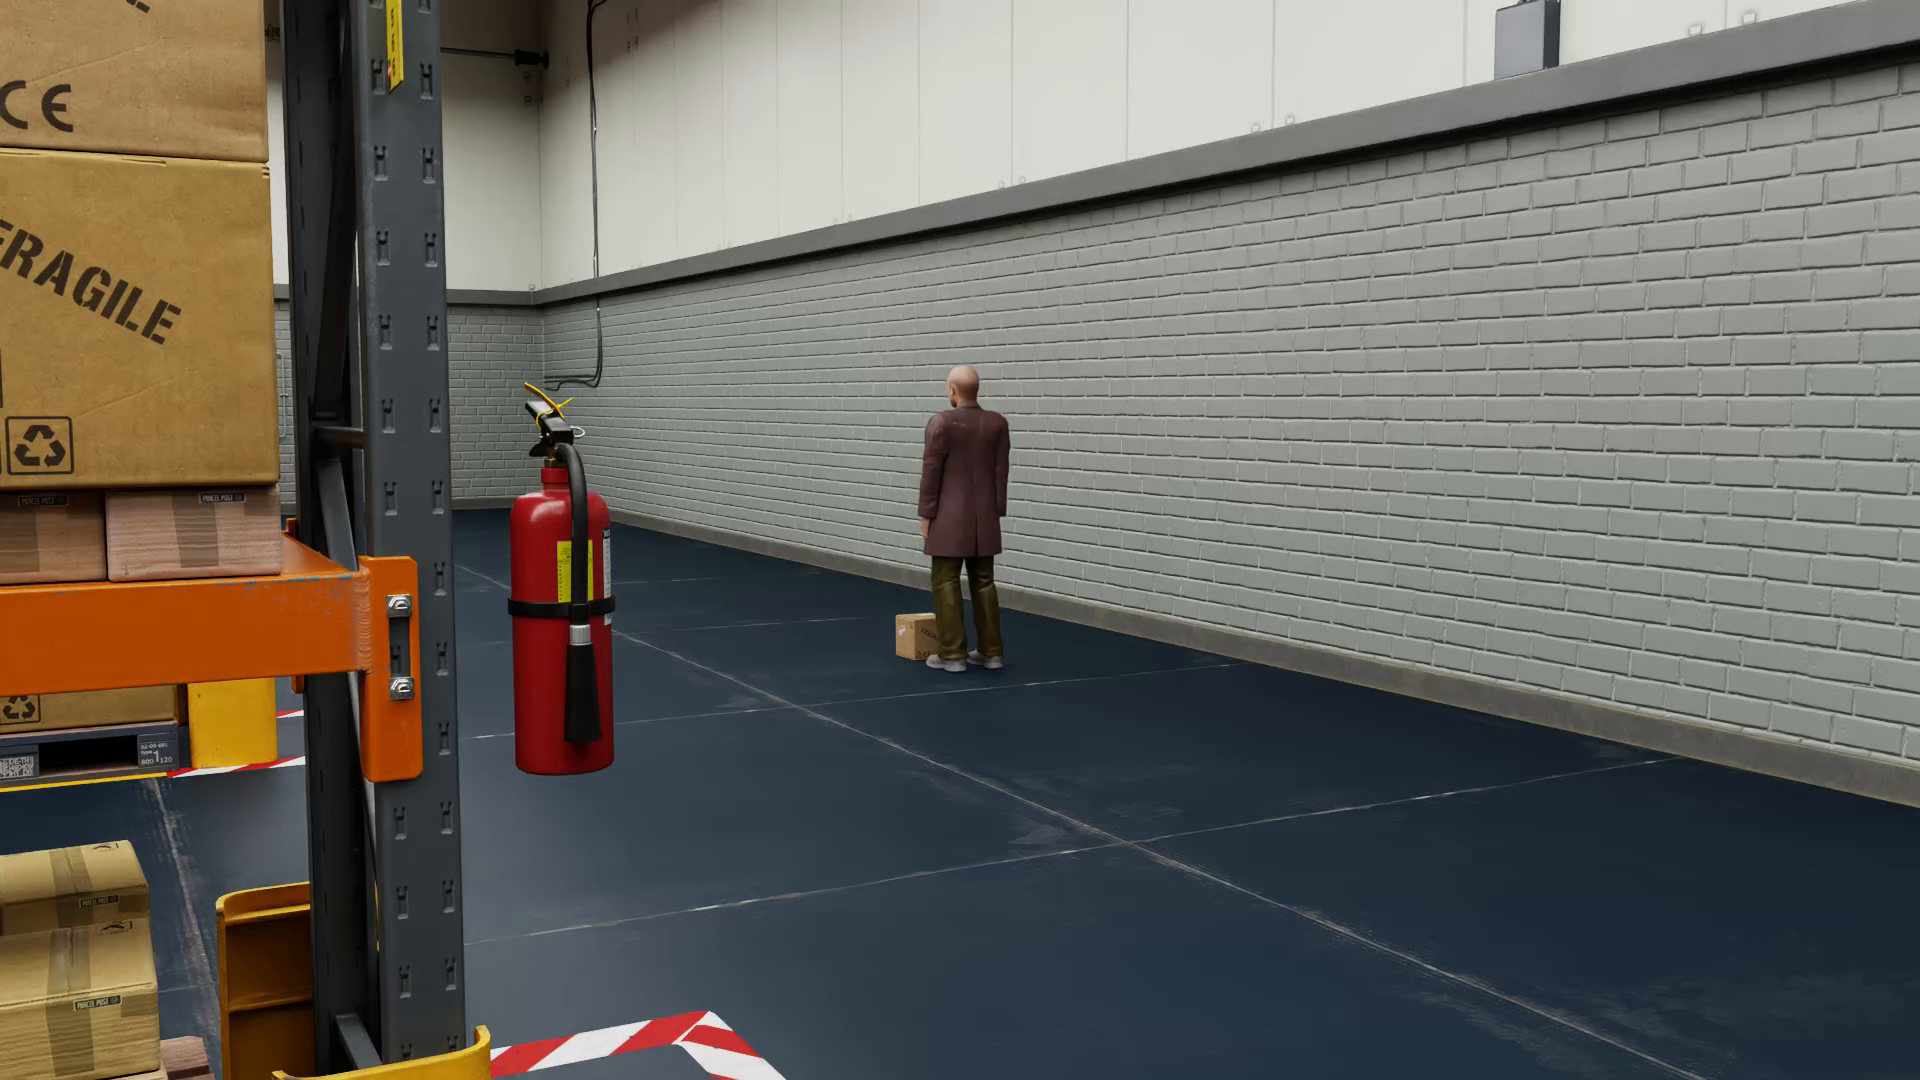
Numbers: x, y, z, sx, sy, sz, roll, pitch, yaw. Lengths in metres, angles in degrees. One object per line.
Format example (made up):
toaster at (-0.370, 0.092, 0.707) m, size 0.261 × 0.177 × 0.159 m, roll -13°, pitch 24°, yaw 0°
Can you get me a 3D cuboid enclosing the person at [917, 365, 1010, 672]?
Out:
person at (0.005, -0.129, 9.705) m, size 0.561 × 1.775 × 0.379 m, roll -3°, pitch 6°, yaw -27°
